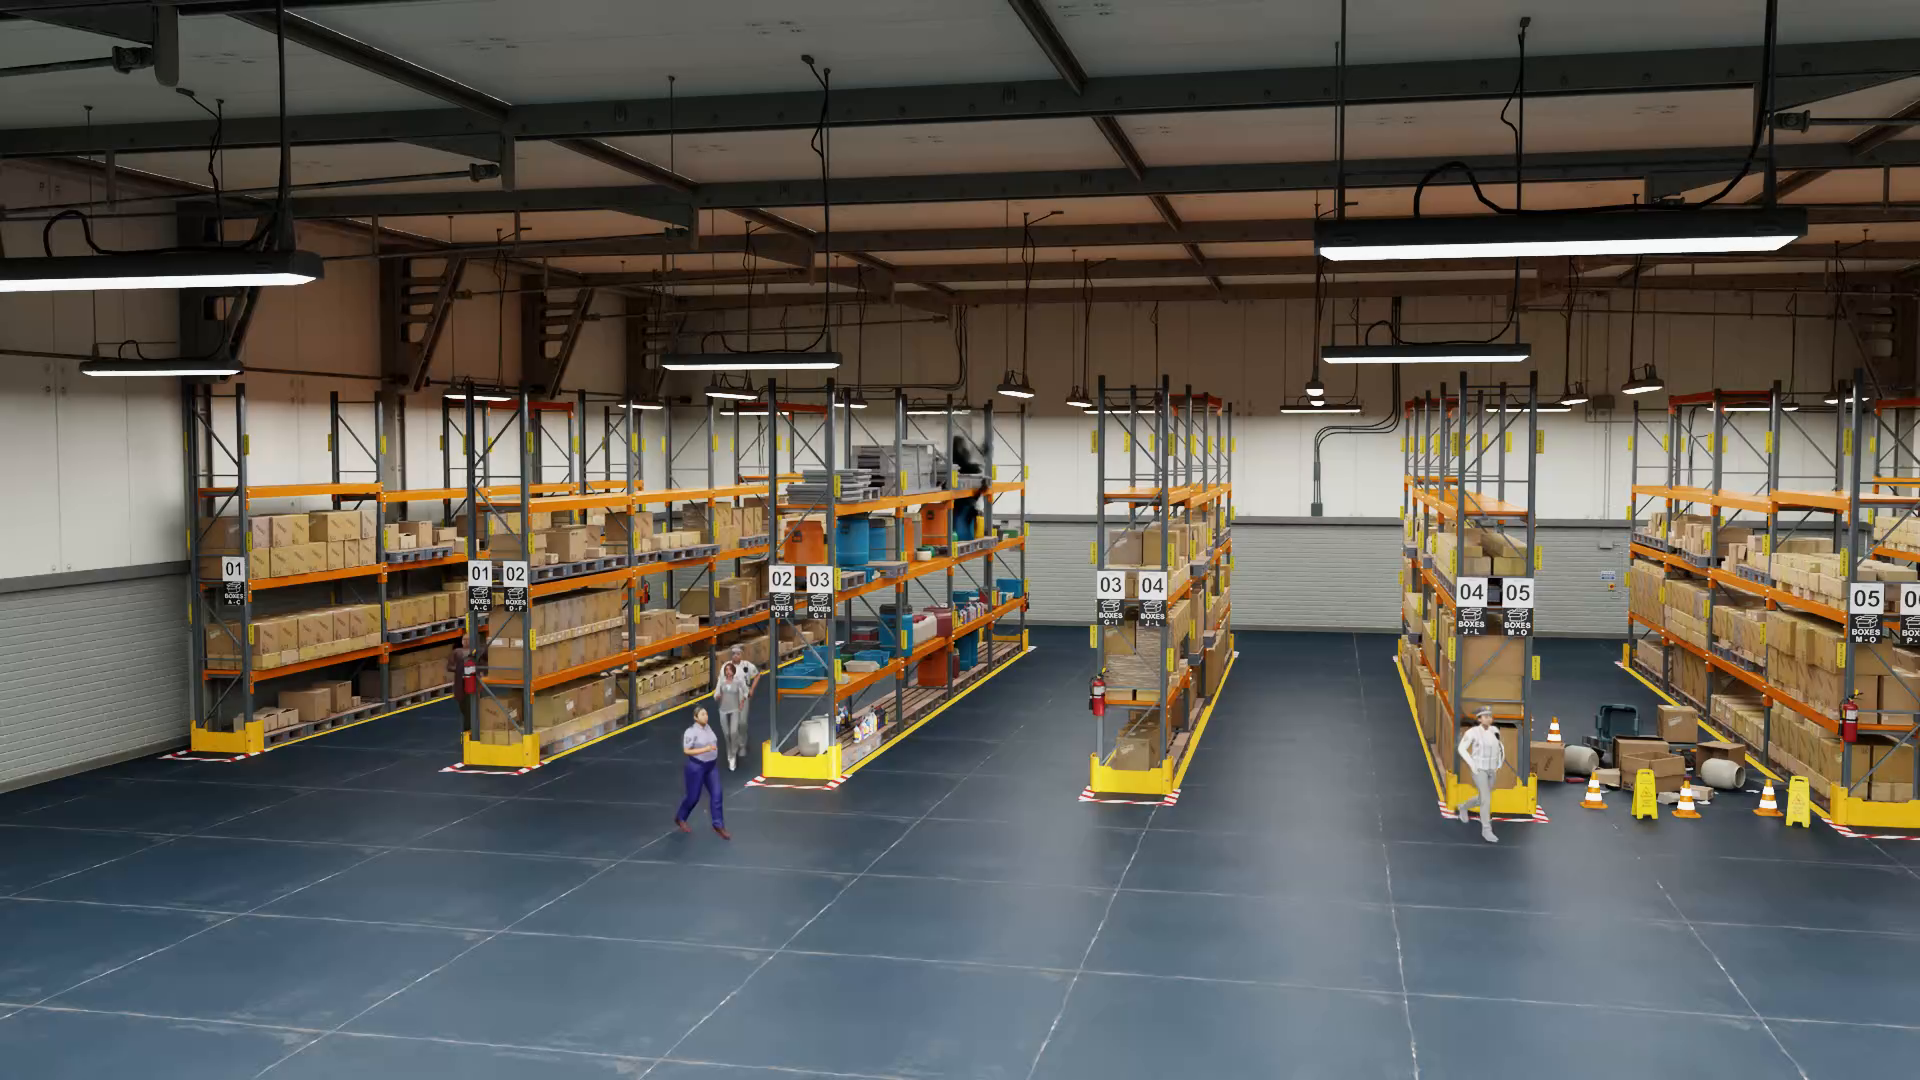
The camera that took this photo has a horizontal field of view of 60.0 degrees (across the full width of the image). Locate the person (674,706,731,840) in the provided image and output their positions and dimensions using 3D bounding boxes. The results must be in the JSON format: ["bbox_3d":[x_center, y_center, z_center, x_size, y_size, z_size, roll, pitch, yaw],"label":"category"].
[{"bbox_3d":[-3.290,2.951,21.169,0.854,1.654,0.597,3,4,39],"label":"person"}]

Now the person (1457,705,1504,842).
[{"bbox_3d":[6.665,2.941,21.268,0.629,1.698,0.801,-1,3,-18],"label":"person"}]

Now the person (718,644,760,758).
[{"bbox_3d":[-3.589,2.593,26.811,0.640,1.836,0.727,0,3,5],"label":"person"}]

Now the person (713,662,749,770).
[{"bbox_3d":[-3.573,2.721,25.864,0.516,1.642,0.673,0,3,6],"label":"person"}]

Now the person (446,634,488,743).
[{"bbox_3d":[-8.342,2.460,28.132,0.708,1.763,0.954,0,3,1],"label":"person"}]
